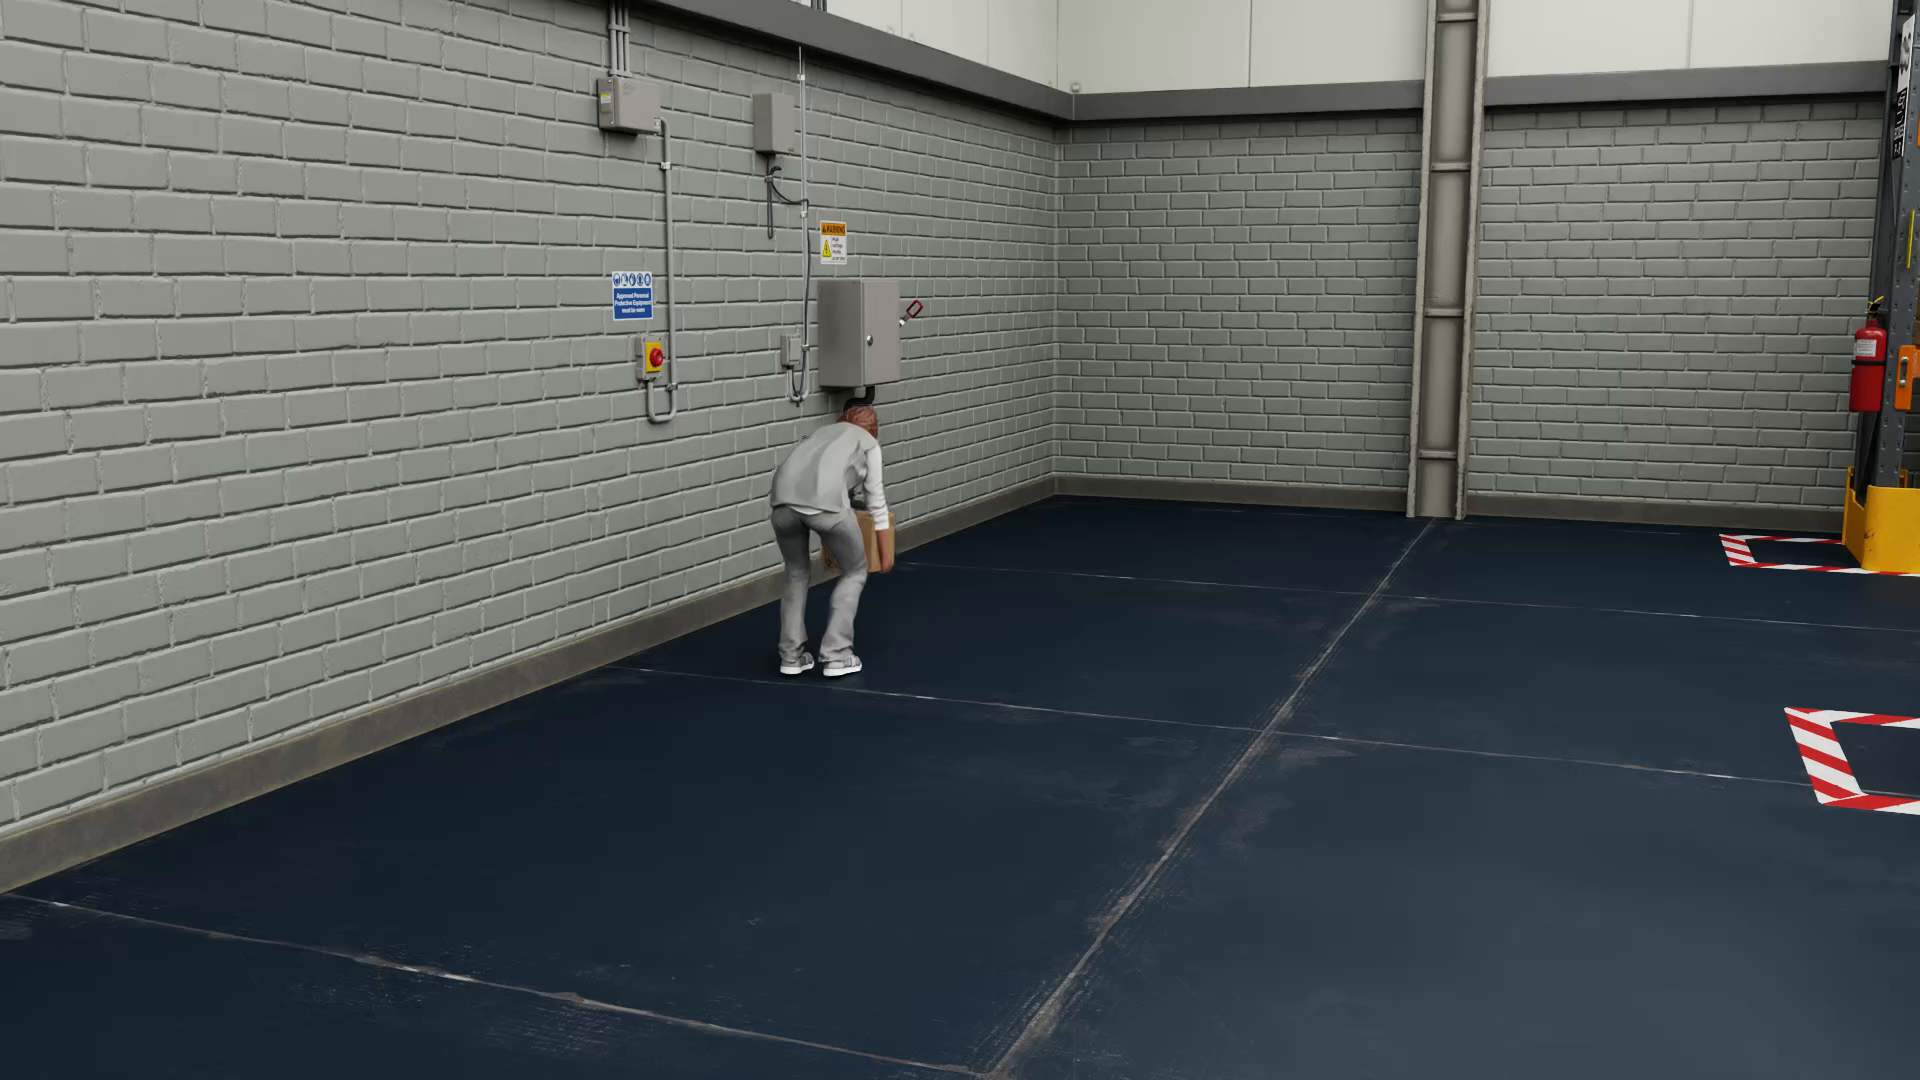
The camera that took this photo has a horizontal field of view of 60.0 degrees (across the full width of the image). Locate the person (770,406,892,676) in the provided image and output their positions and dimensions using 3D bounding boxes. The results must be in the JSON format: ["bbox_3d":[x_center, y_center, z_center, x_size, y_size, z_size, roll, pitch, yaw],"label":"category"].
[{"bbox_3d":[-0.558,-0.002,7.369,0.395,1.144,0.836,3,9,19],"label":"person"}]
